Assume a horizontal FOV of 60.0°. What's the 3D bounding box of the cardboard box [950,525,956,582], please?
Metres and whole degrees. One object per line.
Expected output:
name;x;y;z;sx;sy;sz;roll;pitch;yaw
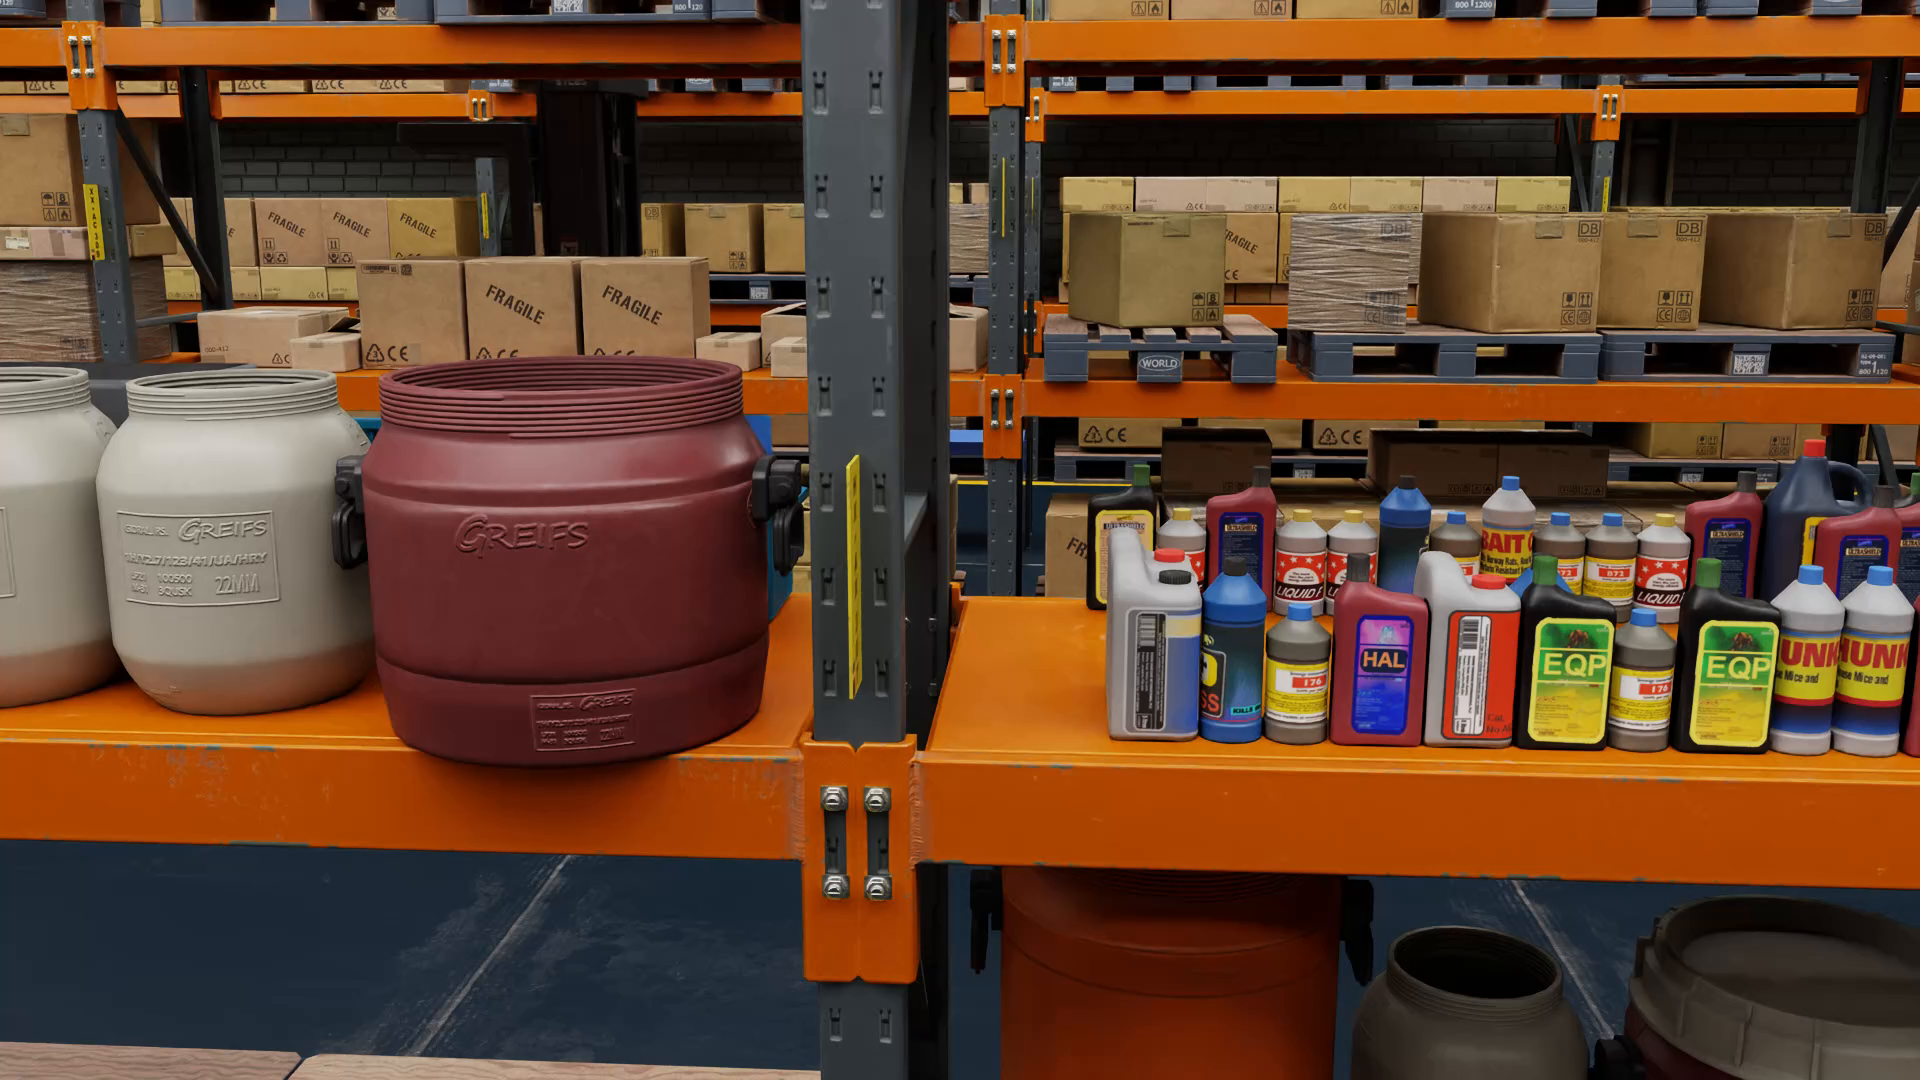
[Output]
cardboard box;-0.284;0.080;8.251;0.500;0.250;0.500;1;12;4

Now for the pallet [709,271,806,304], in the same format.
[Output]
pallet;-1.432;-1.930;12.638;1.213;0.211;1.003;1;12;4

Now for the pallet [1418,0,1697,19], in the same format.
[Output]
pallet;2.529;-2.352;7.318;1.003;0.211;1.213;1;12;4

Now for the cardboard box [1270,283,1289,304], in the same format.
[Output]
cardboard box;2.390;-1.822;12.215;0.250;0.149;0.380;1;12;4

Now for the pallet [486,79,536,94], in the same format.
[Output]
pallet;-2.836;-3.406;12.359;1.003;0.211;1.213;1;12;4

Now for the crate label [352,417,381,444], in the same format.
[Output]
crate label;-1.089;-0.068;3.179;0.616;0.435;0.502;1;12;4

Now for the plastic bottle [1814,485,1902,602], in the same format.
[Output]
plastic bottle;1.631;0.042;3.028;0.133;0.283;0.061;1;12;4

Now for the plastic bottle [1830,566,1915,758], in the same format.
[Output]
plastic bottle;1.330;0.173;2.428;0.097;0.271;0.097;0;12;0

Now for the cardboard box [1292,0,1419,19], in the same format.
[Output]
cardboard box;1.684;-2.497;7.311;0.500;0.500;0.910;1;12;4

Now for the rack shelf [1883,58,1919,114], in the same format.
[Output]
rack shelf;6.205;-2.027;7.065;4.000;0.370;1.077;1;12;4

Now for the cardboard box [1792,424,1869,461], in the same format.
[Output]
cardboard box;6.289;-0.887;12.260;0.500;0.500;0.700;1;12;5

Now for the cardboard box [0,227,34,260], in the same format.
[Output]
cardboard box;-4.305;-1.378;7.703;0.250;0.149;0.380;1;12;3

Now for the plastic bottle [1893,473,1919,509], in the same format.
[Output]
plastic bottle;1.774;0.014;3.160;0.133;0.283;0.061;1;12;4

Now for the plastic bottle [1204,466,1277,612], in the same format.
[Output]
plastic bottle;0.546;-0.003;3.241;0.133;0.283;0.061;1;12;4

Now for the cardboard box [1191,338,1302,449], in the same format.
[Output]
cardboard box;2.144;-1.109;12.467;0.750;0.750;0.750;1;12;3

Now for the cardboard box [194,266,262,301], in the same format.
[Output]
cardboard box;-5.439;-1.960;12.629;0.500;0.250;0.500;1;12;4

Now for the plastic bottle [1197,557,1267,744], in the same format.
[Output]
plastic bottle;0.408;0.161;2.489;0.097;0.271;0.097;0;12;0

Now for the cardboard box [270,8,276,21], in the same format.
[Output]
cardboard box;-5.033;-4.038;12.187;0.500;0.500;0.500;0;12;2

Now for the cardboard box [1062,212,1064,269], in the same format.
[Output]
cardboard box;1.035;-2.257;12.713;0.500;0.500;0.500;1;12;4

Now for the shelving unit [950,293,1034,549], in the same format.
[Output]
shelving unit;-0.085;-0.735;10.120;1.048;1.500;0.538;1;12;4

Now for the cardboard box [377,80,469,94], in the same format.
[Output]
cardboard box;-3.968;-3.544;12.263;0.500;0.500;0.500;1;12;5

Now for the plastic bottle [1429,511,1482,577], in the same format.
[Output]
plastic bottle;0.951;0.047;3.205;0.097;0.201;0.097;0;12;0

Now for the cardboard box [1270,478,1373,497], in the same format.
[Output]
cardboard box;1.684;-0.013;8.036;0.500;0.500;0.500;0;12;2

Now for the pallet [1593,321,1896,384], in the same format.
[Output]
pallet;3.420;-0.878;7.608;1.213;0.211;1.003;1;12;4

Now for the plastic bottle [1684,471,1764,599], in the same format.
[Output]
plastic bottle;1.456;0.010;3.181;0.133;0.283;0.061;1;12;4

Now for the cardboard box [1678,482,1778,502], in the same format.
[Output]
cardboard box;3.743;0.013;7.910;0.500;0.500;0.500;0;12;1

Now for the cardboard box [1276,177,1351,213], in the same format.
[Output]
cardboard box;2.527;-2.499;12.038;0.500;0.250;0.500;1;12;3

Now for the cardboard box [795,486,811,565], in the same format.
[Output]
cardboard box;-0.840;-0.090;7.694;0.500;0.311;0.500;1;12;3

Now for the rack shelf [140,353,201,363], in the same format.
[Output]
rack shelf;-5.768;-0.723;8.157;4.000;0.370;1.077;1;12;4

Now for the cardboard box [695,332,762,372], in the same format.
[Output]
cardboard box;-1.058;-0.876;7.745;0.250;0.149;0.380;2;12;8

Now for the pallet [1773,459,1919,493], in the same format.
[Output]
pallet;6.511;-0.543;12.350;1.213;0.211;1.003;1;12;4

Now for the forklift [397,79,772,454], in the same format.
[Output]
forklift;-2.748;-1.494;10.252;3.031;2.935;1.130;1;12;5

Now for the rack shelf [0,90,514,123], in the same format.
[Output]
rack shelf;-5.441;-3.204;12.688;4.000;0.370;1.077;1;12;4

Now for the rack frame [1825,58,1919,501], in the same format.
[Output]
rack frame;4.210;-0.939;7.429;0.127;3.000;1.000;1;12;4

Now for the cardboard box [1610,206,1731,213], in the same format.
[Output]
cardboard box;5.077;-2.087;12.185;0.700;0.700;0.980;1;12;5

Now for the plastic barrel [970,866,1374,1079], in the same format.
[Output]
plastic barrel;0.373;0.878;3.018;0.708;0.830;0.600;1;12;4

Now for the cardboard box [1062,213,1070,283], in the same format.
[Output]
cardboard box;1.013;-2.151;12.205;0.500;0.500;0.500;1;12;5

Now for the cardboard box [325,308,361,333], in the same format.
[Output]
cardboard box;-2.883;-1.008;8.088;0.258;0.266;0.396;0;12;2

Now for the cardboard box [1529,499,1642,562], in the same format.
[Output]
cardboard box;2.705;0.106;7.466;0.500;0.500;0.500;1;12;4

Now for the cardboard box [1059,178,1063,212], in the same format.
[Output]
cardboard box;1.016;-2.624;12.633;0.500;0.250;0.500;1;12;5

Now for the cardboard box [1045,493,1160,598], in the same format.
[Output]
cardboard box;0.654;0.079;7.593;0.500;0.500;0.500;1;12;6

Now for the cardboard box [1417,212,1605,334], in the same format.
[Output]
cardboard box;2.443;-1.205;7.432;0.500;0.500;0.700;-2;12;-11

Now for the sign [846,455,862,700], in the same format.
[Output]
sign;-0.146;0.051;2.299;0.005;0.325;0.100;1;12;4

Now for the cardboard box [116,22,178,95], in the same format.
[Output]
cardboard box;-6.068;-3.565;12.367;0.500;0.500;0.500;1;12;6

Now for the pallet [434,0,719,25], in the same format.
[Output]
pallet;-1.581;-2.375;7.431;1.213;0.211;1.003;1;12;6

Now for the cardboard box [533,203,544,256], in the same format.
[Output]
cardboard box;-2.940;-2.311;12.669;0.500;0.500;0.700;1;12;4

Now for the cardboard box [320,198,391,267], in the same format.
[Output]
cardboard box;-4.436;-2.313;12.483;0.500;0.500;0.500;1;12;3

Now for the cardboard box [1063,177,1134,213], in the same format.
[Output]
cardboard box;1.010;-2.518;12.126;0.500;0.250;0.500;1;12;5

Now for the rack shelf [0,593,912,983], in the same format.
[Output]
rack shelf;-2.112;0.343;3.058;4.000;0.370;1.077;1;12;4

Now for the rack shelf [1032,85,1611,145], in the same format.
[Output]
rack shelf;2.541;-3.094;12.165;4.000;0.370;1.077;1;12;4

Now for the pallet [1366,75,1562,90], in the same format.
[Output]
pallet;3.619;-3.328;11.992;1.217;0.209;0.805;0;12;1

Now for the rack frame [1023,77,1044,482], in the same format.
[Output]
rack frame;0.546;-2.005;12.529;0.127;3.000;1.000;1;12;4

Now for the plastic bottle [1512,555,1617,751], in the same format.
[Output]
plastic bottle;0.886;0.165;2.438;0.133;0.283;0.061;1;12;4

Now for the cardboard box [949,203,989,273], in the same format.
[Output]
cardboard box;0.076;-2.274;12.495;0.500;0.500;0.700;-1;12;-3

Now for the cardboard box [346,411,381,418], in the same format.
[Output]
cardboard box;-4.483;-1.058;13.031;0.500;0.500;0.500;0;12;-1
